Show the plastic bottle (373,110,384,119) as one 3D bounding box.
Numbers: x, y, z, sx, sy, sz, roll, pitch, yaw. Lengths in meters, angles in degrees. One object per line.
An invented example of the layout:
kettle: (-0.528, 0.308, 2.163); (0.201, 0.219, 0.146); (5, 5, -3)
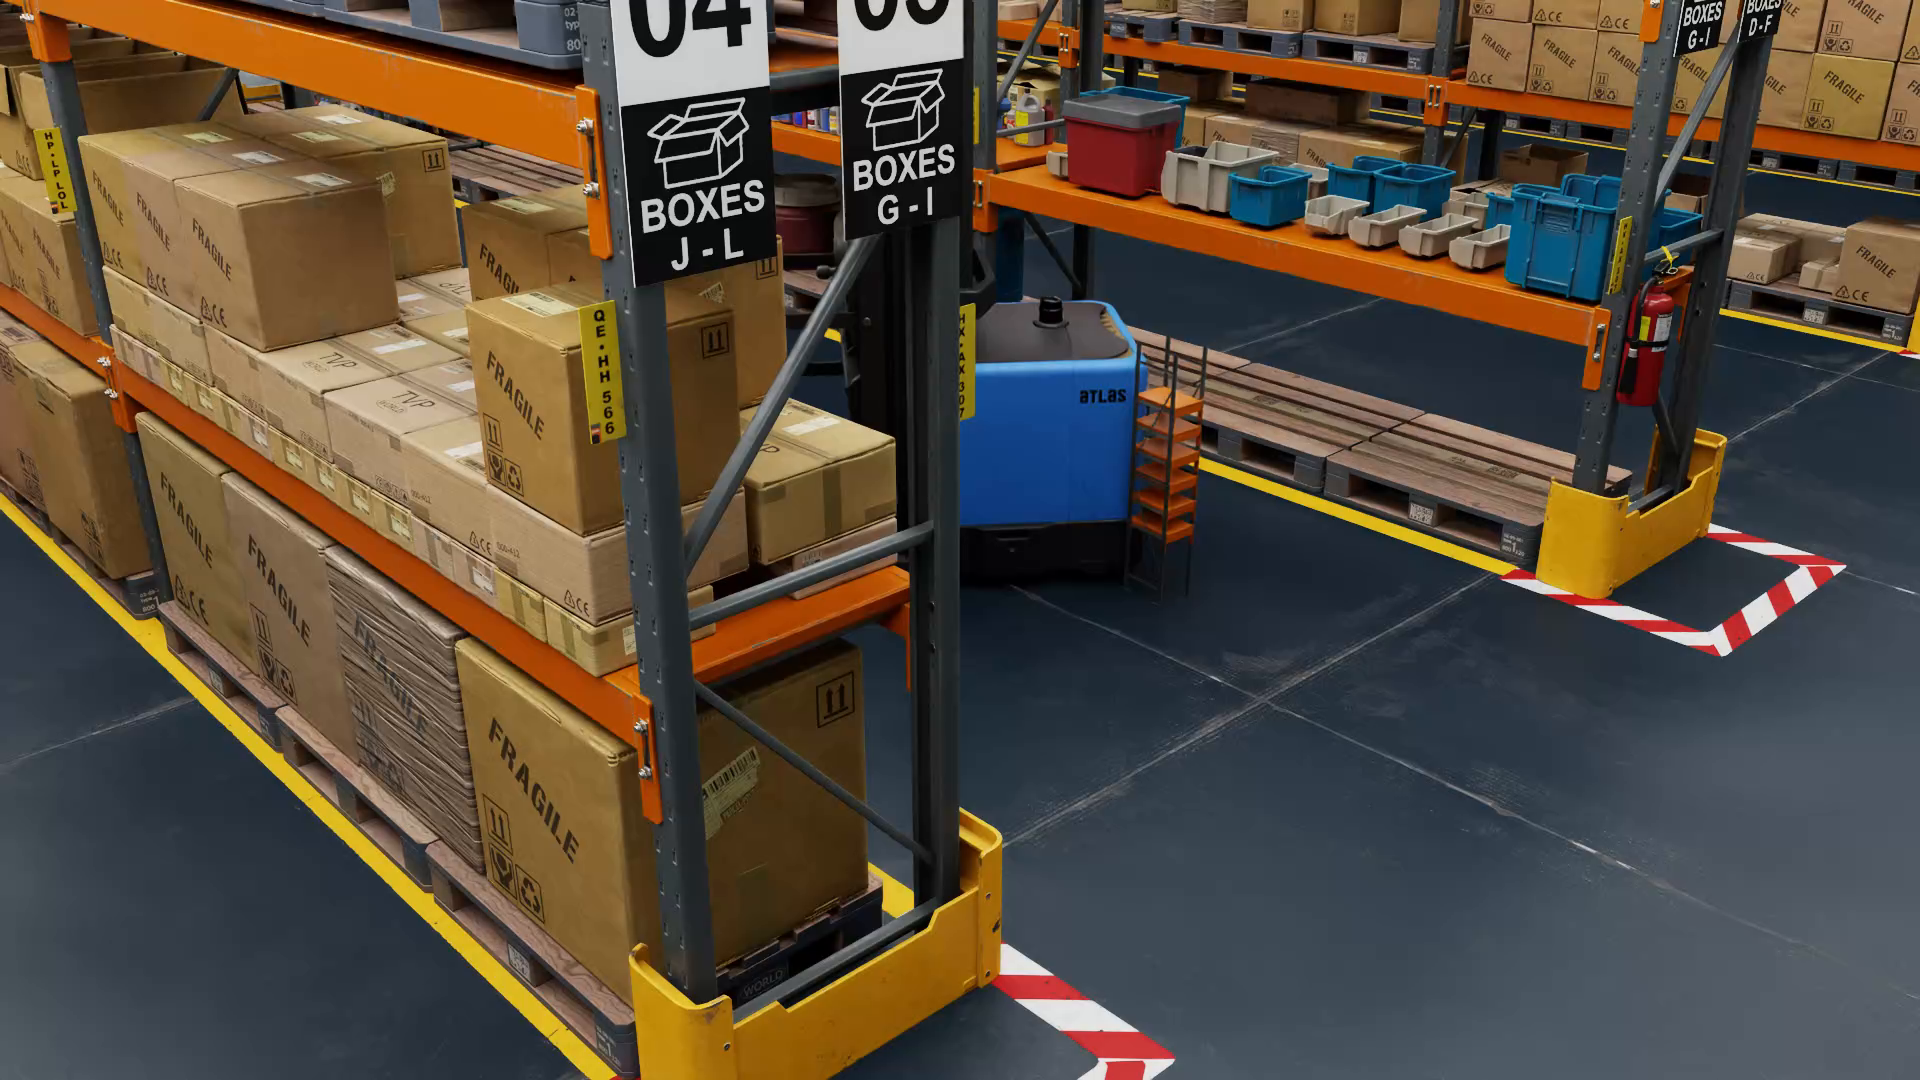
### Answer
plastic bottle: (-5.642, -4.045, 16.163); (0.144, 0.351, 0.185); (-22, 33, -40)

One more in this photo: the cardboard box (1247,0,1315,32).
cardboard box: (2.842, -4.671, 14.248); (0.500, 0.500, 0.700); (15, 28, 29)

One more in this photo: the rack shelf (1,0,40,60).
rack shelf: (-4.506, -2.751, 7.918); (1.077, 0.370, 4.000); (-21, 32, -38)

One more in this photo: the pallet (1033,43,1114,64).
pallet: (1.755, -6.671, 22.620); (1.003, 0.211, 1.213); (-21, 32, -38)

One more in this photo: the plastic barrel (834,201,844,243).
plastic barrel: (-0.688, -2.152, 11.845); (0.421, 0.512, 0.421); (0, 25, 0)

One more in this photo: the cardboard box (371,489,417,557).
cardboard box: (-1.588, -0.105, 5.168); (0.380, 0.149, 0.250); (-22, 33, -40)

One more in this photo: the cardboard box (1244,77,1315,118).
cardboard box: (2.915, -3.991, 14.963); (0.500, 0.250, 0.500); (-22, 32, -39)

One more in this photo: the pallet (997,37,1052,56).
pallet: (0.917, -7.041, 23.430); (1.003, 0.211, 1.213); (-21, 32, -38)

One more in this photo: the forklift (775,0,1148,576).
forklift: (-0.686, -1.302, 7.573); (3.031, 2.935, 1.130); (-2, 25, -5)

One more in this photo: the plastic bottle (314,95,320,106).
plastic bottle: (-6.572, -4.401, 17.026); (0.061, 0.283, 0.133); (-21, 32, -38)

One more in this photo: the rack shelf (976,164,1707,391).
rack shelf: (1.843, -1.579, 8.964); (1.077, 0.370, 4.000); (-21, 32, -38)

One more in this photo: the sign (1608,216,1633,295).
sign: (2.820, -1.214, 7.100); (0.100, 0.325, 0.005); (-21, 32, -38)

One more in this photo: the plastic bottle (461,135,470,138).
plastic bottle: (-4.889, -4.116, 16.415); (0.097, 0.271, 0.097); (0, 25, 0)

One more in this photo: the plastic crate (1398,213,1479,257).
plastic crate: (2.333, -1.496, 8.160); (0.396, 0.136, 0.243); (-21, 32, -38)

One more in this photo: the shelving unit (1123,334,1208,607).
shelving unit: (0.914, -0.301, 7.459); (0.189, 1.200, 0.258); (-19, 31, -35)

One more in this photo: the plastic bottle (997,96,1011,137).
plastic bottle: (0.287, -2.786, 10.897); (0.097, 0.271, 0.097); (0, 25, 0)

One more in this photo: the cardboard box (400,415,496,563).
cardboard box: (-1.276, -0.188, 4.870); (0.500, 0.250, 0.500); (-22, 32, -39)

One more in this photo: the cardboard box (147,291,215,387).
cardboard box: (-2.673, -0.806, 6.225); (0.500, 0.250, 0.500); (-21, 32, -39)

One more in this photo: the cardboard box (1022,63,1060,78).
cardboard box: (0.852, -4.722, 17.119); (0.500, 0.311, 0.500); (-22, 33, -40)

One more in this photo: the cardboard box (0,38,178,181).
cardboard box: (-4.042, -2.012, 7.717); (0.797, 0.503, 0.637); (-21, 32, -38)

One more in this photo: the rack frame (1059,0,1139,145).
rack frame: (1.361, -5.128, 15.878); (1.000, 3.000, 0.127); (-21, 32, -38)

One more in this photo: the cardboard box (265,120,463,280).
cardboard box: (-2.290, -1.299, 6.403); (0.500, 0.500, 0.500); (-21, 32, -38)

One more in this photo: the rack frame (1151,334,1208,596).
rack frame: (0.985, -0.325, 7.512); (0.006, 1.200, 0.240); (-19, 31, -35)

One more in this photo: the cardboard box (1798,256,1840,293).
cardboard box: (6.066, -1.859, 11.594); (0.380, 0.166, 0.250); (-21, 32, -38)

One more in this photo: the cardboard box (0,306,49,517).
cardboard box: (-4.203, -0.791, 8.423); (0.875, 0.875, 1.225); (22, 33, 40)

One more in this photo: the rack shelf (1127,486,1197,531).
rack shelf: (0.913, -0.152, 7.529); (0.180, 0.103, 0.258); (-19, 31, -35)

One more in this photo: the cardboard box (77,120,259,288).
cardboard box: (-2.998, -1.298, 6.400); (0.500, 0.500, 0.500); (-21, 32, -38)

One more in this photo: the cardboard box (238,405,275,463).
cardboard box: (-2.293, -0.417, 5.852); (0.380, 0.149, 0.250); (-21, 32, -38)

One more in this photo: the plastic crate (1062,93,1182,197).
plastic crate: (0.904, -2.227, 9.369); (0.402, 0.464, 0.583); (-21, 32, -38)

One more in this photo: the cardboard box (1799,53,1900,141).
cardboard box: (5.967, -2.965, 11.014); (0.500, 0.500, 0.500); (-21, 32, -38)

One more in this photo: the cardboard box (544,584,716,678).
cardboard box: (-0.889, 0.204, 4.491); (0.380, 0.149, 0.250); (-20, 32, -38)

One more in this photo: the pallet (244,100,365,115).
pallet: (-7.088, -4.622, 18.127); (1.003, 0.211, 1.213); (-21, 32, -38)

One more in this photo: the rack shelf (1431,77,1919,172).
rack shelf: (5.462, -2.983, 12.042); (1.077, 0.370, 4.000); (-21, 32, -38)

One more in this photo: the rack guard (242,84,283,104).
rack guard: (-7.639, -5.001, 18.610); (1.175, 0.500, 0.348); (-21, 32, -38)

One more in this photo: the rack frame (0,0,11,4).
rack frame: (-5.873, -2.319, 9.720); (1.000, 3.000, 0.127); (-21, 32, -38)

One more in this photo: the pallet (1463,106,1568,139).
pallet: (6.288, -4.636, 18.159); (1.003, 0.211, 1.213); (-21, 32, -38)

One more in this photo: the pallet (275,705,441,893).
pallet: (-1.838, 0.784, 6.278); (1.003, 0.211, 1.213); (-21, 32, -38)

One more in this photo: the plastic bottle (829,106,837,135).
plastic bottle: (-0.815, -2.781, 10.972); (0.097, 0.201, 0.097); (0, 25, 0)

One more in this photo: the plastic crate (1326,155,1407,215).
plastic crate: (2.177, -1.910, 8.952); (0.416, 0.233, 0.300); (-21, 32, -38)

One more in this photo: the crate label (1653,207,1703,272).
crate label: (3.282, -1.420, 7.878); (0.416, 0.233, 0.303); (-21, 32, -38)

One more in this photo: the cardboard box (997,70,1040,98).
cardboard box: (0.463, -4.568, 16.781); (0.500, 0.311, 0.500); (-22, 32, -39)

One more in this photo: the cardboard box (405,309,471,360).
cardboard box: (-1.598, -0.650, 5.883); (0.500, 0.250, 0.500); (-22, 32, -39)

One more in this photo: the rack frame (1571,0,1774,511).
rack frame: (3.210, -1.301, 7.487); (1.000, 3.000, 0.127); (-21, 32, -38)

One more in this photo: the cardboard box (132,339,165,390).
cardboard box: (-3.000, -0.730, 6.538); (0.250, 0.149, 0.380); (23, 33, 40)

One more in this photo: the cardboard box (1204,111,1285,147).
cardboard box: (2.525, -3.505, 14.801); (0.500, 0.500, 0.500); (22, 33, 40)

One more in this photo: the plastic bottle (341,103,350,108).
plastic bottle: (-6.102, -4.217, 16.631); (0.152, 0.276, 0.135); (-21, 32, -38)

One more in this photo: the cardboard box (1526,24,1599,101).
cardboard box: (4.596, -3.576, 12.354); (0.500, 0.500, 0.500); (-21, 32, -38)

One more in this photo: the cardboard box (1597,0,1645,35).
cardboard box: (4.915, -3.882, 11.821); (0.500, 0.500, 0.500); (-22, 33, -40)

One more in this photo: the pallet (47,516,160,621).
pallet: (-3.722, -0.051, 8.108); (1.003, 0.211, 1.213); (-21, 32, -38)

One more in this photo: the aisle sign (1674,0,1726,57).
aisle sign: (3.046, -2.378, 6.717); (0.394, 0.787, 0.004); (-21, 32, -38)

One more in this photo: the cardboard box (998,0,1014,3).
cardboard box: (0.448, -5.385, 16.742); (0.380, 0.149, 0.250); (-18, 30, -35)

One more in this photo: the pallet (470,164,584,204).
pallet: (-3.588, -3.071, 14.727); (1.003, 0.211, 1.213); (-21, 32, -38)

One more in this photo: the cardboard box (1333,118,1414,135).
cardboard box: (3.569, -3.354, 14.469); (0.500, 0.500, 0.500); (-21, 32, -38)

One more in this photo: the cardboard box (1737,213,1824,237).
cardboard box: (5.981, -2.202, 12.246); (0.500, 0.250, 0.500); (-21, 32, -38)

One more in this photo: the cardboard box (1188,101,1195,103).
cardboard box: (2.171, -3.975, 15.830); (0.500, 0.500, 0.500); (-20, 31, -37)

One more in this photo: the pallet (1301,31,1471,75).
pallet: (3.628, -4.102, 13.860); (1.003, 0.211, 1.213); (-21, 32, -38)

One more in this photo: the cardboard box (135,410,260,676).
cardboard box: (-2.746, -0.109, 6.929); (0.875, 0.875, 0.875); (-21, 32, -38)
